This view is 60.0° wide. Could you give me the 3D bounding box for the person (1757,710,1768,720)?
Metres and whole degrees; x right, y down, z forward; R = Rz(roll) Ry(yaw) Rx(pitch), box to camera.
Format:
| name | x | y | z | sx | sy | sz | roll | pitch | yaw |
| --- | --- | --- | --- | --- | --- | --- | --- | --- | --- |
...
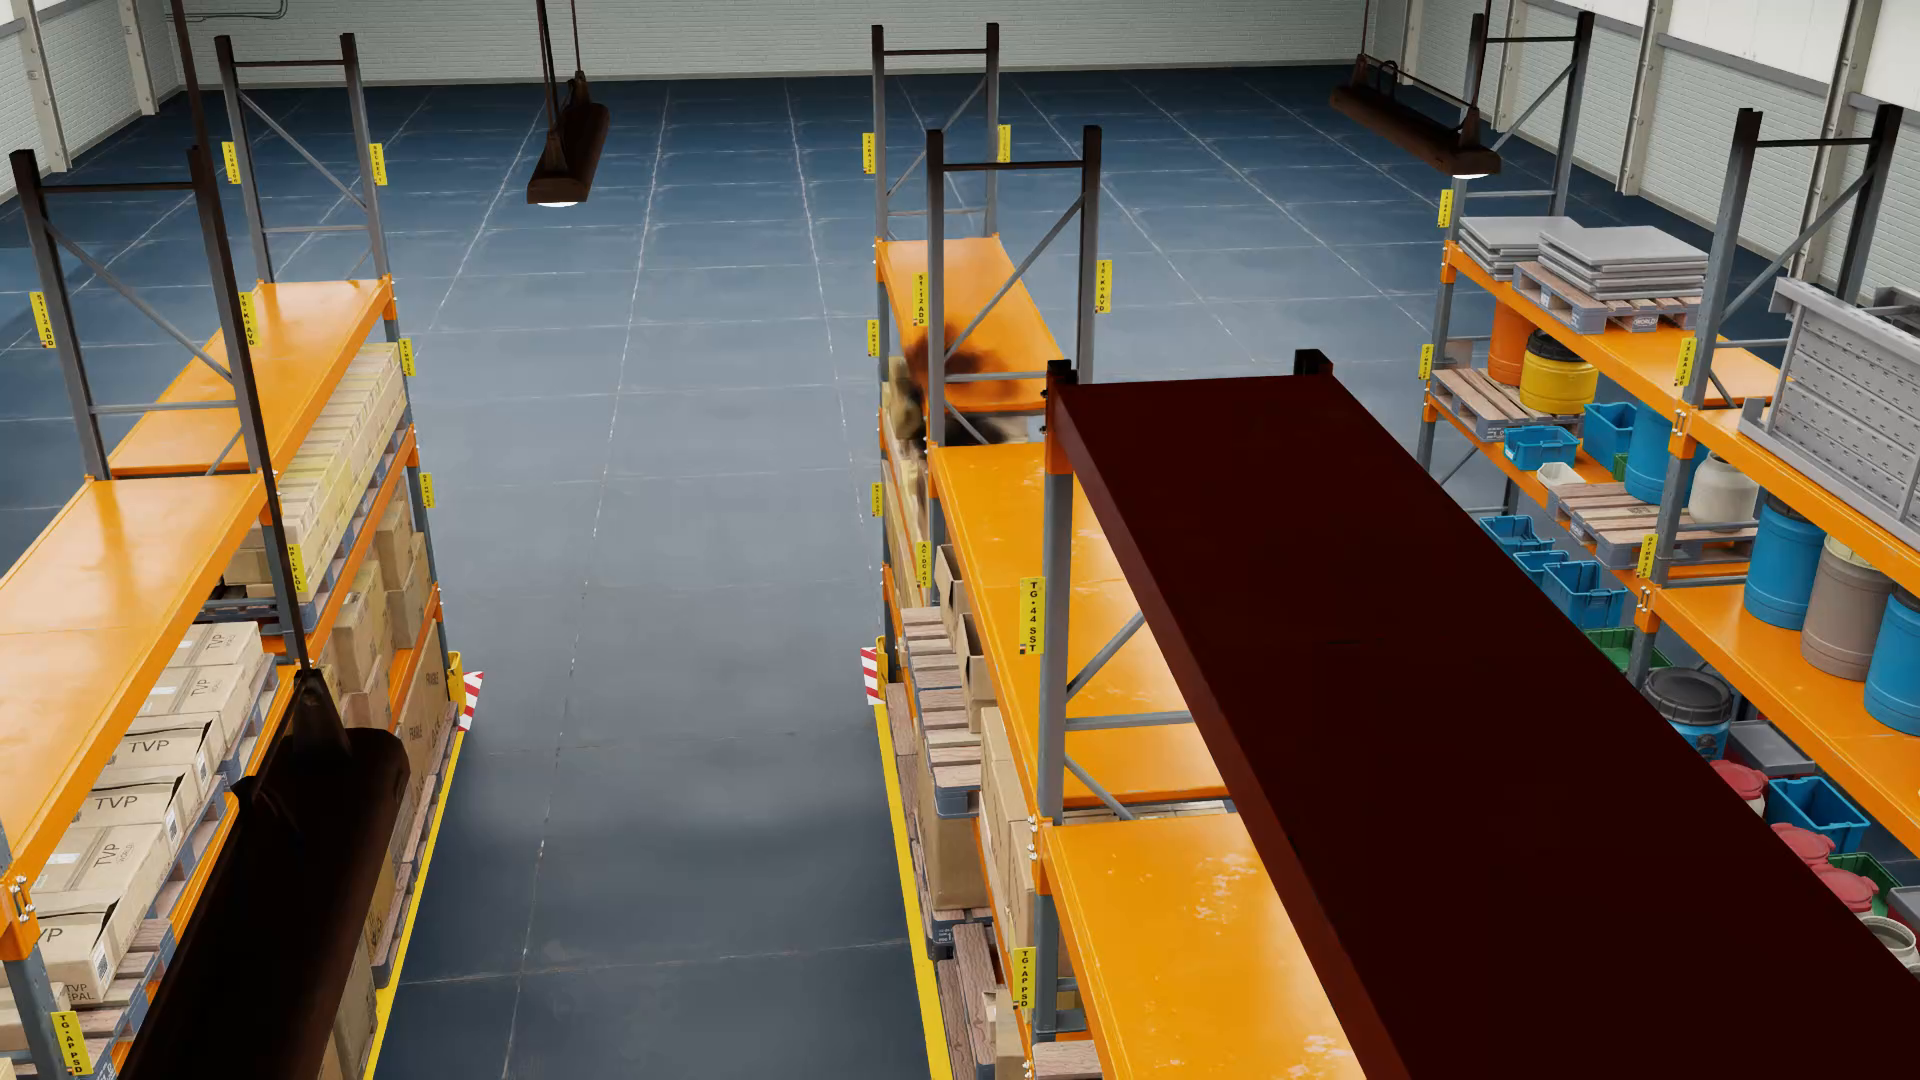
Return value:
| name | x | y | z | sx | sy | sz | roll | pitch | yaw |
| --- | --- | --- | --- | --- | --- | --- | --- | --- | --- |
| person | 7.046 | 0.941 | 14.484 | 0.656 | 1.738 | 0.586 | -9 | 27 | -19 |
